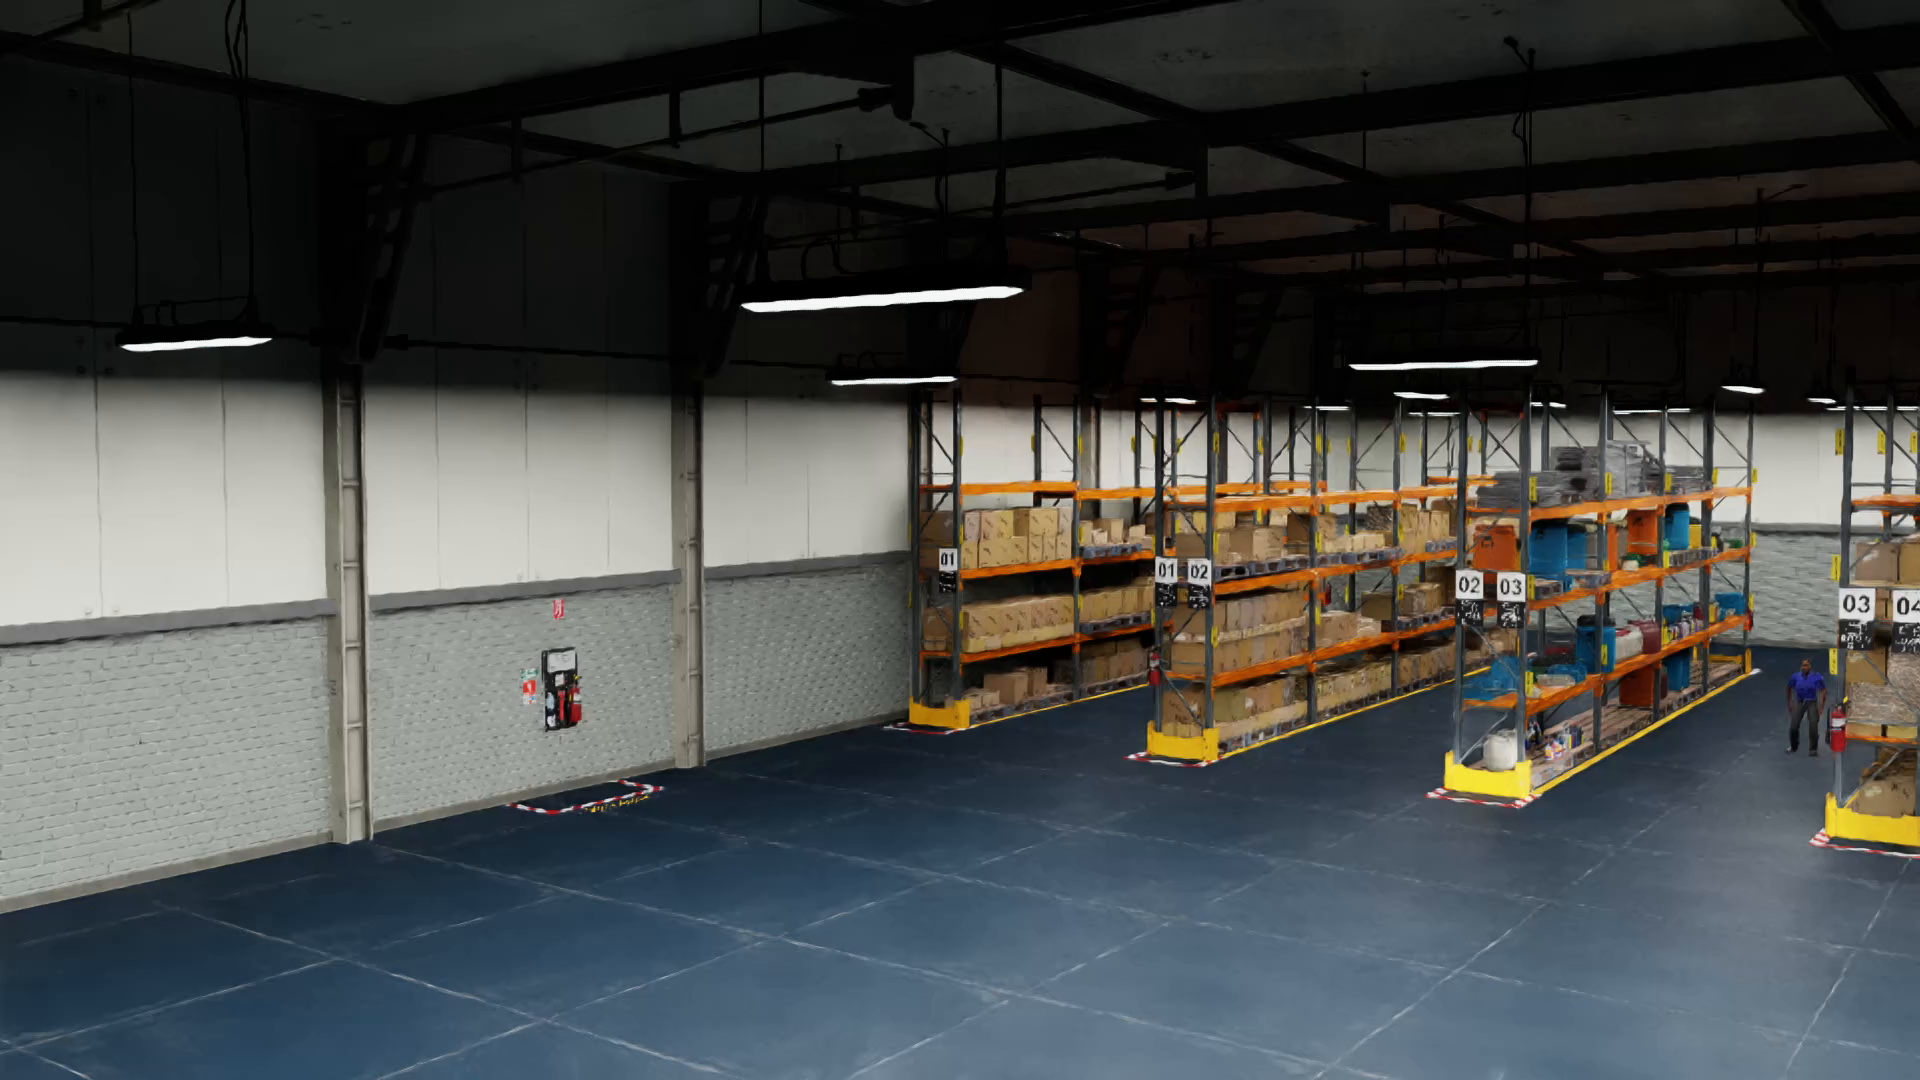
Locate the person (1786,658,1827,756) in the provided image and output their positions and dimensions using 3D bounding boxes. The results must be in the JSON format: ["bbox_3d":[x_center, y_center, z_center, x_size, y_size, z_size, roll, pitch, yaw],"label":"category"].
[{"bbox_3d":[13.645,2.679,26.824,0.592,1.604,0.518,2,4,33],"label":"person"}]
